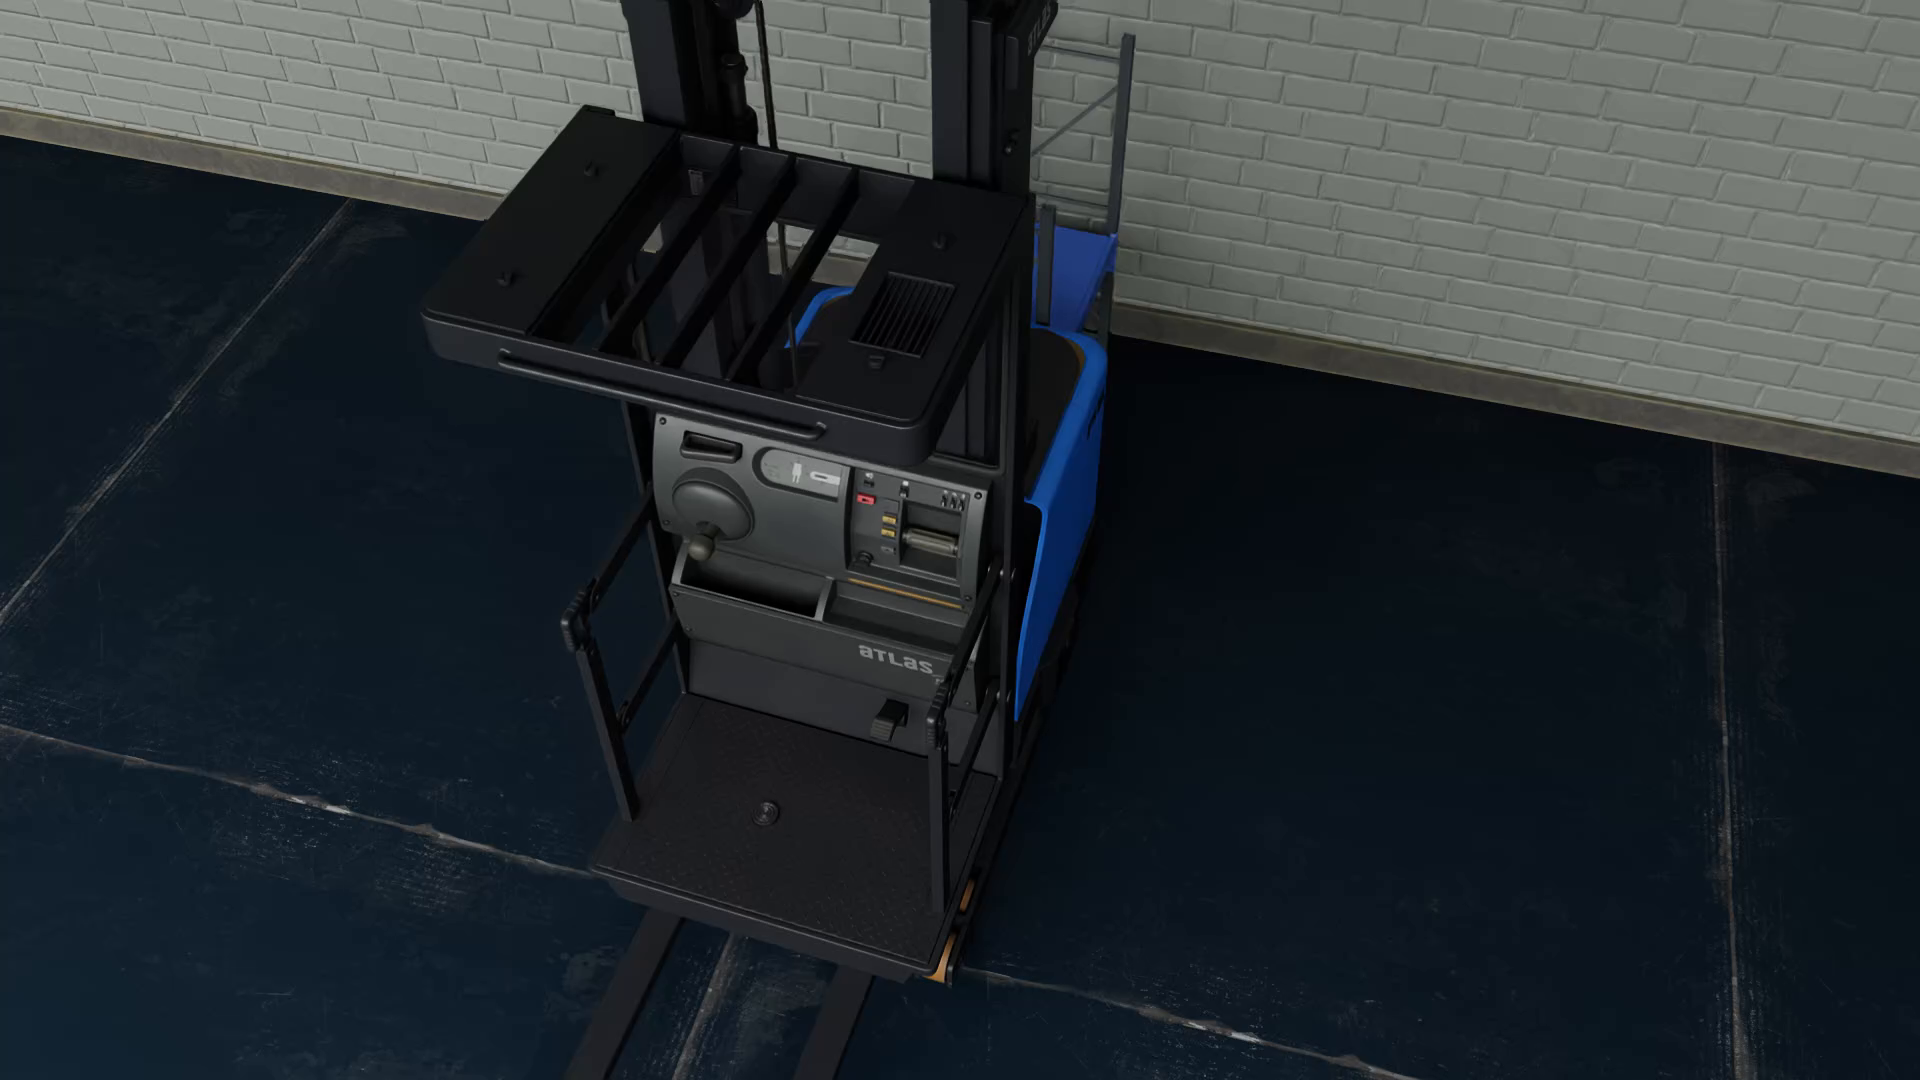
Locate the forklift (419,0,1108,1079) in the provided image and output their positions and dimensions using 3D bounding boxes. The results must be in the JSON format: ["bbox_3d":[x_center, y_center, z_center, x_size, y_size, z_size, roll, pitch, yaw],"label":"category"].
[{"bbox_3d":[-0.444,0.023,4.274,1.130,2.935,3.031,14,50,12],"label":"forklift"}]

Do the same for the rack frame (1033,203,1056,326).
[{"bbox_3d":[0.056,-0.589,5.769,0.500,1.500,0.032,14,50,12],"label":"rack frame"}]

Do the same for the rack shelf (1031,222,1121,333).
[{"bbox_3d":[0.213,-0.832,6.224,0.538,0.185,1.000,14,50,12],"label":"rack shelf"}]

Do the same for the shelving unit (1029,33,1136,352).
[{"bbox_3d":[0.213,-0.951,6.089,0.538,1.500,1.048,14,50,12],"label":"shelving unit"}]

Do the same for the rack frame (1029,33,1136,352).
[{"bbox_3d":[0.371,-1.313,6.409,0.500,1.500,0.032,14,50,12],"label":"rack frame"}]
